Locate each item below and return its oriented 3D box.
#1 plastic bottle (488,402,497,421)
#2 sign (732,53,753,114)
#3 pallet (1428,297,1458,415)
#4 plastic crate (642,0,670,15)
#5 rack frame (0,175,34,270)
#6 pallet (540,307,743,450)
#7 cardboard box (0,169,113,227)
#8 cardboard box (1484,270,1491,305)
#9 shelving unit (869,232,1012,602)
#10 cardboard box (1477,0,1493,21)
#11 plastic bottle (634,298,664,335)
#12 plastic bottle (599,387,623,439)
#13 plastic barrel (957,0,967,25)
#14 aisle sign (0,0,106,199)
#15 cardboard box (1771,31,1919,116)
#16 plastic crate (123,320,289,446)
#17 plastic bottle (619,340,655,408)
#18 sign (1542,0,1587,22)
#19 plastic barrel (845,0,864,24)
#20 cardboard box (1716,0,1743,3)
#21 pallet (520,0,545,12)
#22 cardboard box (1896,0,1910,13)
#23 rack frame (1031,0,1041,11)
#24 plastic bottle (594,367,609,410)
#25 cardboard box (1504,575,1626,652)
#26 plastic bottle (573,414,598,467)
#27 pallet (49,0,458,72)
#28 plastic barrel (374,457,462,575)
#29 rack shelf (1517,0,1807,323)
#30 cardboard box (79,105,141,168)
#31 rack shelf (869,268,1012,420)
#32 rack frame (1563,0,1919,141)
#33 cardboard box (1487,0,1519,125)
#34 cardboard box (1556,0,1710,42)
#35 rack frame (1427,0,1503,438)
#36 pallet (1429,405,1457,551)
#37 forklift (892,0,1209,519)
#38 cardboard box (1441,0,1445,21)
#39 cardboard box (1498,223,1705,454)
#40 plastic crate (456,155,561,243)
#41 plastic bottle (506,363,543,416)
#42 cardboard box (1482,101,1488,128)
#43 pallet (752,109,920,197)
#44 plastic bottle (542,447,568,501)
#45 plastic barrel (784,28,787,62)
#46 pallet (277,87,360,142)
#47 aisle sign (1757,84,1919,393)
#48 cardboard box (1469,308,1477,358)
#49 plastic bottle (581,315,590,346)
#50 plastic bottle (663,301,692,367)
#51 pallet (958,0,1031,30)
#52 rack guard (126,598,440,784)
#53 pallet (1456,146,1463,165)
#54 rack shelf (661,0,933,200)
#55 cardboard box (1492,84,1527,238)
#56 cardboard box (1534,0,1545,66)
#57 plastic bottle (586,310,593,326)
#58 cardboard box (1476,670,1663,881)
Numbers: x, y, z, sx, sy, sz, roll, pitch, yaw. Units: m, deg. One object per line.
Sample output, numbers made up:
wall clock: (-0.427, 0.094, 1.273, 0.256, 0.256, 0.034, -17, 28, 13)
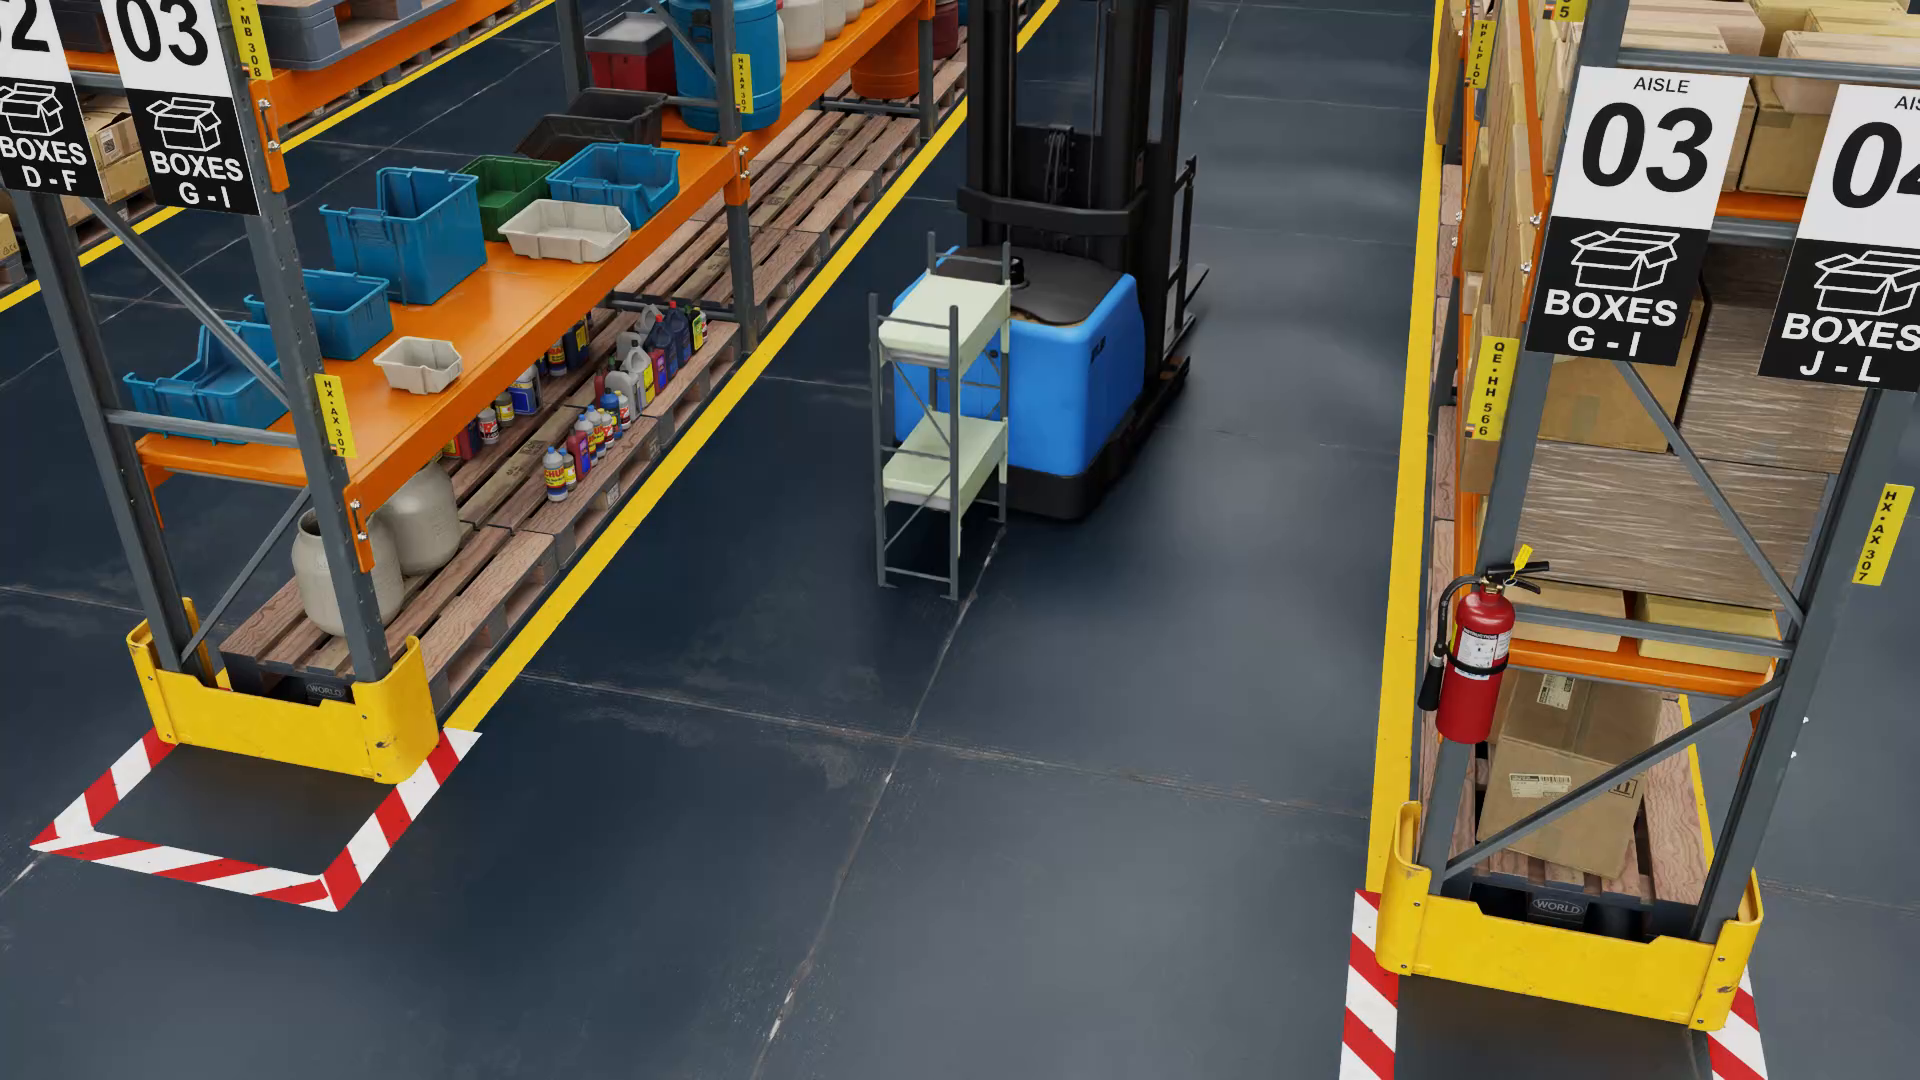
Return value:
plastic bottle: (-2.533, -0.763, 8.713, 0.144, 0.351, 0.185, 9, 34, 14)
sign: (-1.194, -2.509, 9.143, 0.100, 0.325, 0.005, 8, 33, 12)
pallet: (3.264, -1.026, 9.667, 1.003, 0.211, 1.213, 8, 33, 12)
plastic crate: (-1.744, -3.081, 10.315, 0.392, 0.384, 0.575, 8, 33, 12)
rack frame: (-6.514, -3.149, 10.407, 1.000, 3.000, 0.127, 8, 33, 12)
pallet: (-1.934, -0.953, 9.552, 1.003, 0.211, 1.213, 8, 33, 12)
cardboard box: (-6.172, -2.341, 11.309, 0.500, 0.250, 0.500, 7, 33, 11)
cardboard box: (2.398, -0.701, 6.187, 0.875, 0.500, 0.500, 8, 33, 12)
shelving unit: (-0.078, -0.570, 7.748, 0.431, 1.500, 0.755, 11, 34, 16)
cardboard box: (3.435, -3.150, 10.157, 0.500, 0.250, 0.500, 7, 33, 11)
plastic bottle: (-1.747, -1.187, 9.380, 0.144, 0.351, 0.185, 8, 33, 12)
plastic bottle: (-1.813, -0.665, 8.633, 0.097, 0.271, 0.097, 0, 32, 0)
plastic barrel: (-0.027, -5.268, 15.306, 0.600, 0.901, 0.708, 8, 33, 12)
aisle sign: (-3.044, -1.497, 5.386, 0.394, 0.787, 0.004, 8, 33, 12)
cardboard box: (2.346, -1.205, 4.322, 0.380, 0.149, 0.250, 8, 33, 12)
plastic crate: (-2.901, -0.635, 6.591, 0.499, 0.251, 0.616, 8, 33, 12)
plastic bottle: (-1.739, -0.900, 8.929, 0.144, 0.351, 0.185, 8, 33, 12)
sign: (1.521, -1.448, 4.111, 0.100, 0.325, 0.005, 8, 33, 12)
plastic barrel: (-0.870, -3.814, 11.349, 0.421, 0.512, 0.421, 0, 32, 0)
cardboard box: (2.679, -1.665, 5.417, 0.500, 0.250, 0.500, 8, 33, 12)
pallet: (-4.653, -5.696, 17.014, 1.003, 0.211, 1.213, 8, 33, 12)
cardboard box: (2.588, -1.606, 4.952, 0.380, 0.149, 0.250, 9, 34, 14)
rack frame: (0.307, -6.624, 15.874, 1.000, 3.000, 0.127, 8, 33, 12)
plastic bottle: (-1.887, -0.802, 8.837, 0.061, 0.283, 0.133, 8, 33, 12)
cardboard box: (1.925, 0.207, 5.362, 0.380, 0.149, 0.250, 8, 33, 12)
plastic bottle: (-1.890, -0.508, 8.385, 0.097, 0.271, 0.097, 0, 32, 0)
pallet: (-2.434, -1.999, 5.979, 1.003, 0.211, 1.213, 8, 33, 12)
plastic barrel: (-2.518, -0.136, 7.596, 0.421, 0.512, 0.421, 0, 32, 0)
rack shelf: (2.560, -1.723, 6.039, 1.077, 0.370, 4.000, 8, 33, 12)
cardboard box: (-6.036, -2.842, 11.574, 0.500, 0.311, 0.500, 8, 33, 12)
rack shelf: (-0.078, -0.899, 7.539, 0.431, 0.370, 0.720, 11, 34, 16)
rack frame: (2.052, -2.254, 3.408, 1.000, 3.000, 0.127, 8, 33, 12)
cardboard box: (2.707, -2.189, 7.595, 0.500, 0.500, 0.500, 8, 33, 12)
cardboard box: (1.964, -1.556, 4.874, 0.380, 0.149, 0.250, 7, 33, 10)
rack frame: (3.067, -1.798, 8.283, 1.000, 3.000, 0.127, 8, 33, 12)
pallet: (2.931, -0.268, 8.475, 1.003, 0.211, 1.213, 8, 33, 12)
forklift: (0.689, -2.121, 8.855, 1.130, 2.935, 3.031, 13, 35, 19)
cardboard box: (4.955, -4.896, 14.744, 1.225, 0.875, 0.875, 8, 33, 13)
cardboard box: (1.953, -0.631, 5.145, 0.500, 0.500, 0.500, 8, 33, 12)
plastic crate: (-2.341, -1.717, 8.353, 0.450, 0.188, 0.662, 8, 33, 12)
plastic bottle: (-2.336, -0.821, 8.874, 0.152, 0.276, 0.135, 8, 33, 12)
cardboard box: (2.893, -1.741, 7.822, 0.875, 0.500, 0.500, 8, 33, 12)
pallet: (-0.942, -2.975, 12.733, 1.003, 0.211, 1.213, 8, 33, 12)
plastic bottle: (-1.977, -0.330, 8.106, 0.097, 0.271, 0.097, 0, 32, 0)
plastic barrel: (-1.239, -3.080, 10.428, 0.301, 0.262, 0.301, 0, 32, 0)
pallet: (-5.745, -3.626, 13.757, 1.003, 0.211, 1.213, 8, 33, 12)
aisle sign: (2.327, -0.747, 4.205, 0.394, 0.787, 0.004, 8, 33, 12)
cardboard box: (2.354, -0.842, 7.012, 0.380, 0.149, 0.250, 8, 33, 12)
plastic bottle: (-2.181, -1.221, 9.496, 0.061, 0.283, 0.133, 8, 33, 12)
plastic bottle: (-1.608, -1.167, 9.349, 0.144, 0.351, 0.185, 7, 33, 11)
pallet: (0.071, -5.053, 16.001, 1.003, 0.211, 1.213, 8, 33, 12)
rack guard: (-2.765, 0.612, 6.821, 1.175, 0.500, 0.348, 8, 33, 12)
pallet: (4.355, -3.096, 12.924, 1.003, 0.211, 1.213, 8, 33, 12)
rack shelf: (-1.216, -3.207, 11.169, 1.077, 0.370, 4.000, 8, 33, 12)
cardboard box: (2.338, -1.409, 6.368, 0.500, 0.500, 0.500, 8, 33, 12)
cardboard box: (2.191, -1.734, 5.526, 0.500, 0.250, 0.500, 9, 33, 13)
plastic bottle: (-2.228, -1.401, 9.791, 0.097, 0.271, 0.097, 0, 32, 0)
cardboard box: (2.227, 0.833, 6.082, 0.500, 0.500, 0.500, 14, 35, 21)
